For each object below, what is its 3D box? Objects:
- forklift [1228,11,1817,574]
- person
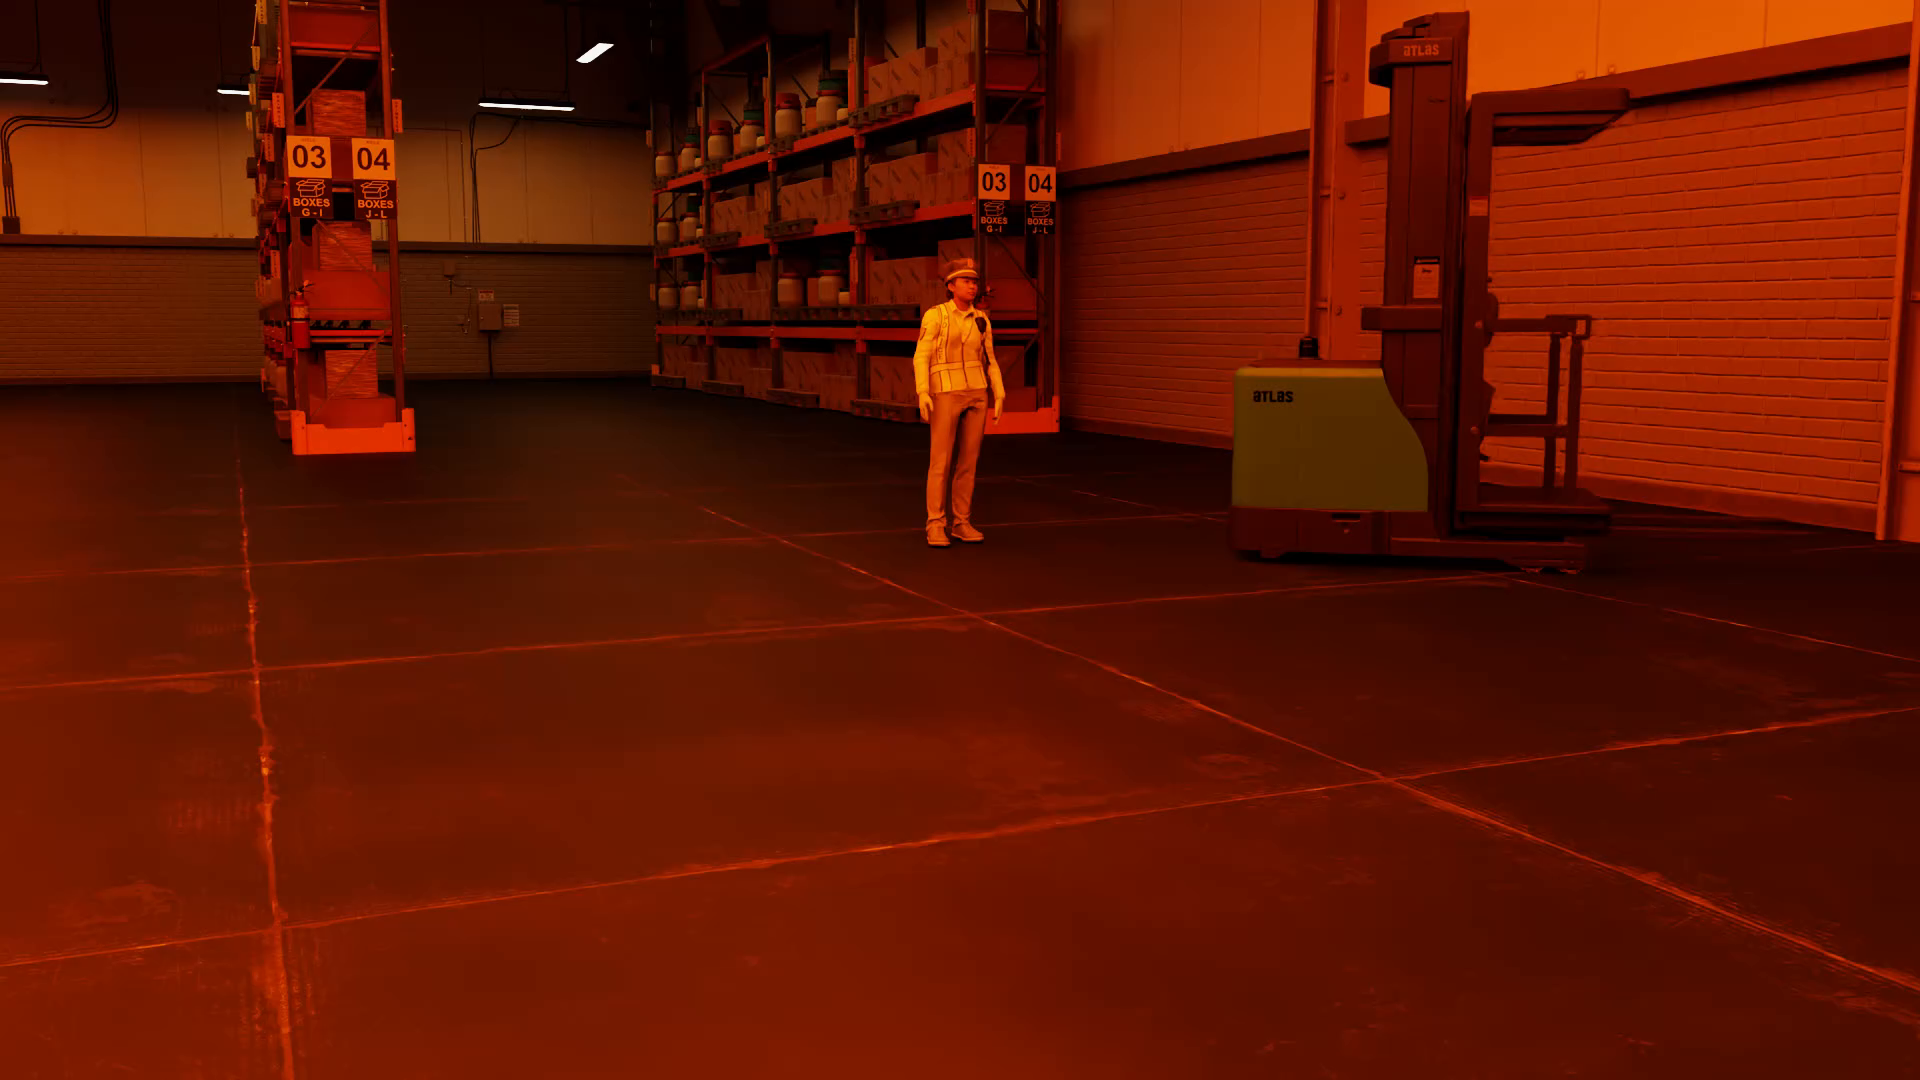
[{"bbox_3d":[3.070,-1.348,9.163,3.031,2.935,1.130,2,8,13],"label":"forklift"},{"bbox_3d":[0.021,-0.839,9.977,0.586,1.694,0.532,-3,8,-23],"label":"person"}]
